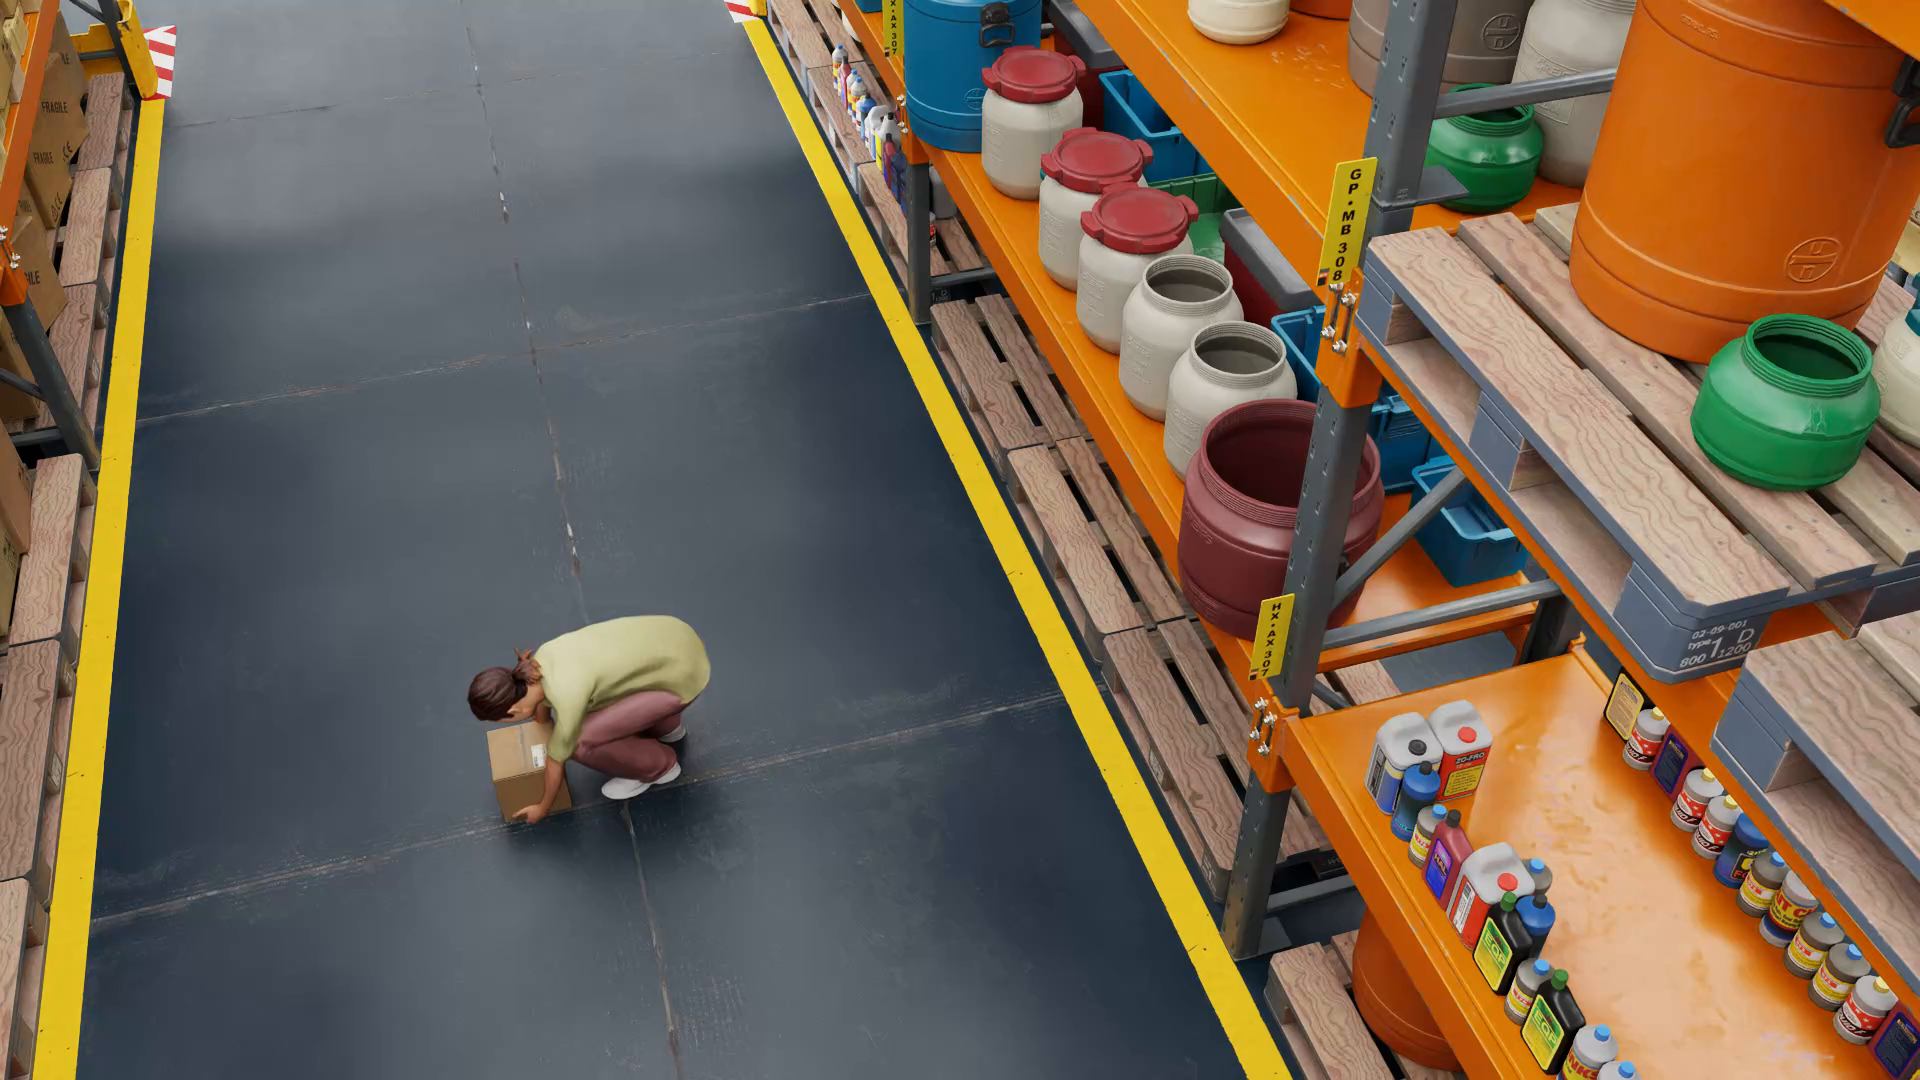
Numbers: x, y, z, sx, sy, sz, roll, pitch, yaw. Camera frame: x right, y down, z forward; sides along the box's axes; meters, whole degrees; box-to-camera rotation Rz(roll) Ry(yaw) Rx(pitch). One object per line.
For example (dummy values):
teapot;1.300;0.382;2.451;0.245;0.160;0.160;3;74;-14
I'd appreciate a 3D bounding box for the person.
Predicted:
person;-1.347;0.640;6.190;0.863;0.721;0.450;-13;44;-14
